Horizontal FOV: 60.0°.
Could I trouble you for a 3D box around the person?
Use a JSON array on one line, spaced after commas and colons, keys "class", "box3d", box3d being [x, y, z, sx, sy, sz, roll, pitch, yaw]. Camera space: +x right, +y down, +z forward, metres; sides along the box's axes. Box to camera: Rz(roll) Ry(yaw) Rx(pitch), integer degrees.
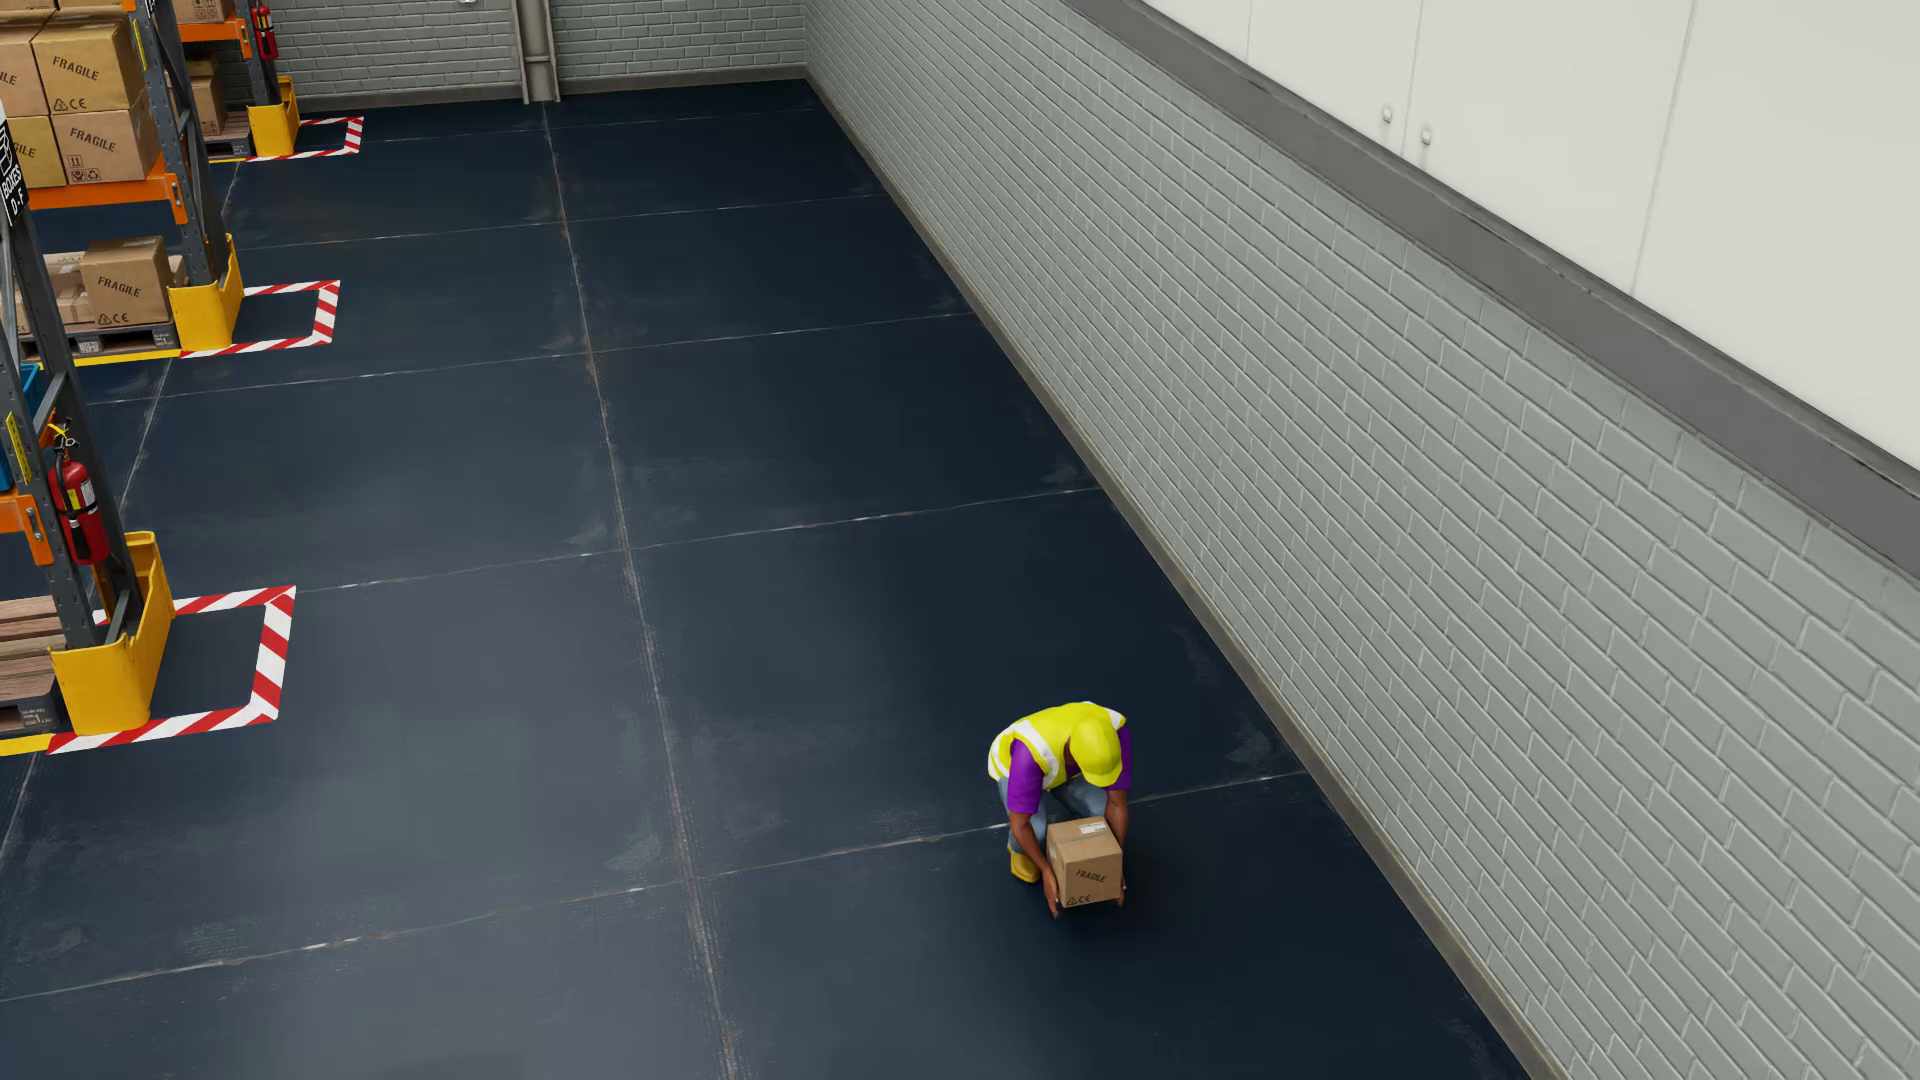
[{"class": "person", "box3d": [0.444, 1.048, 7.178, 0.582, 1.003, 0.870, -8, 31, -14]}]
